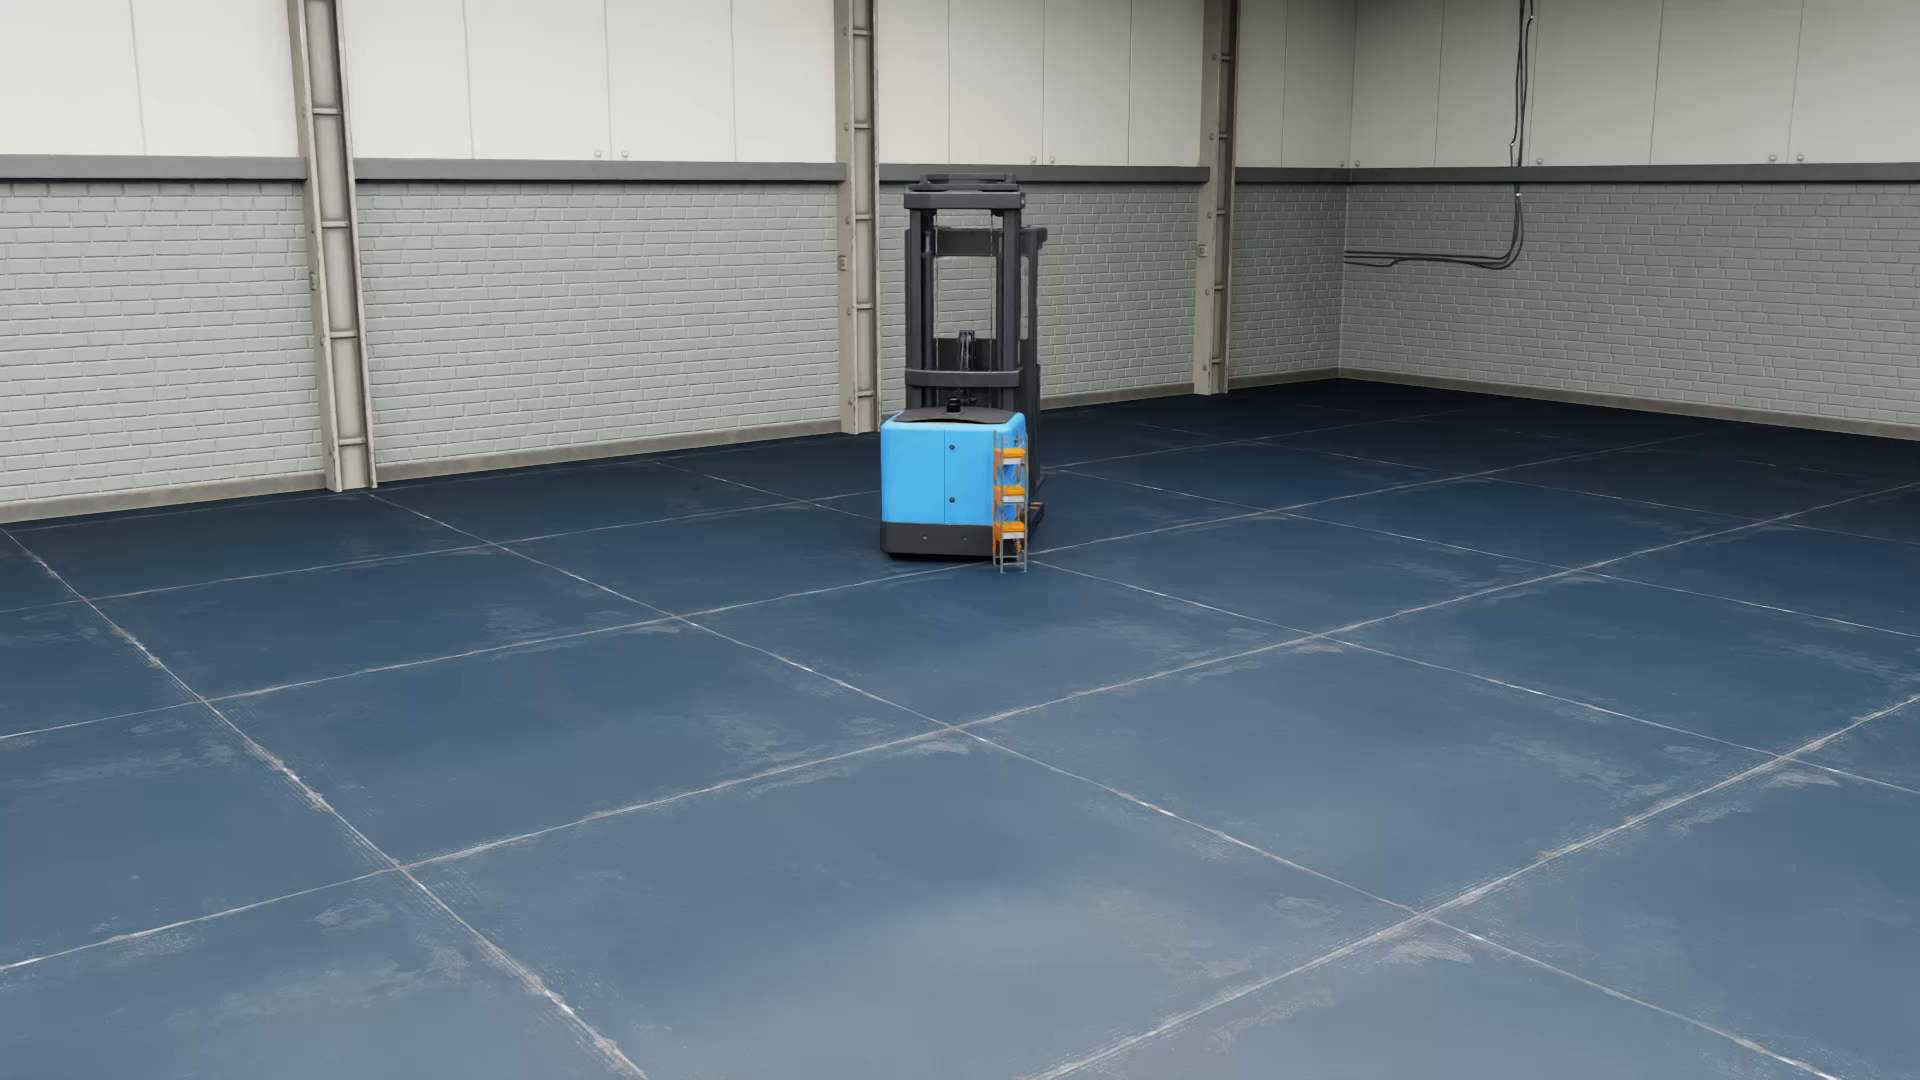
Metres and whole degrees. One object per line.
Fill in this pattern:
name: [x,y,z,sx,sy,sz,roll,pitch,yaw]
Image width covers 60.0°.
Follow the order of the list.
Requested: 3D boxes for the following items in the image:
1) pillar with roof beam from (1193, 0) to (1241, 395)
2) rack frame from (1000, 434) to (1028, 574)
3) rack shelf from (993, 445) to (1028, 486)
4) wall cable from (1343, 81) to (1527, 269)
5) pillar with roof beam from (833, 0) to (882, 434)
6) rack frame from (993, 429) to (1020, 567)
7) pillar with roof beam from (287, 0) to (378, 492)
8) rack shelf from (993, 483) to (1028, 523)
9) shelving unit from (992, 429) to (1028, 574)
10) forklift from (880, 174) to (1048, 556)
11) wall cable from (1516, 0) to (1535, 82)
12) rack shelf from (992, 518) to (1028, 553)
pillar with roof beam: [6.201,-5.768,19.126,0.400,9.000,9.100,-9,15,-38]
rack frame: [0.400,-0.266,12.353,0.200,1.050,0.008,-2,12,-11]
rack shelf: [0.376,-0.558,12.413,0.215,0.259,0.240,-2,12,-11]
wall cable: [6.638,-5.115,23.527,0.112,2.526,3.097,-9,15,-38]
pillar with roof beam: [1.516,-4.989,15.459,0.400,9.000,9.100,-9,15,-38]
rack frame: [0.352,-0.315,12.587,0.200,1.050,0.008,-2,12,-11]
pillar with roof beam: [-3.169,-4.210,11.793,0.400,9.000,9.100,-9,15,-38]
rack shelf: [0.376,-0.280,12.472,0.215,0.259,0.240,-2,12,-11]
shelving unit: [0.376,-0.291,12.470,0.215,1.050,0.252,-2,12,-11]
forklift: [0.134,-1.562,13.929,1.130,2.935,3.031,2,12,9]
wall cable: [8.328,-7.146,20.936,0.112,2.526,3.097,-9,15,-38]
rack shelf: [0.376,-0.008,12.530,0.215,0.259,0.240,-2,12,-11]
